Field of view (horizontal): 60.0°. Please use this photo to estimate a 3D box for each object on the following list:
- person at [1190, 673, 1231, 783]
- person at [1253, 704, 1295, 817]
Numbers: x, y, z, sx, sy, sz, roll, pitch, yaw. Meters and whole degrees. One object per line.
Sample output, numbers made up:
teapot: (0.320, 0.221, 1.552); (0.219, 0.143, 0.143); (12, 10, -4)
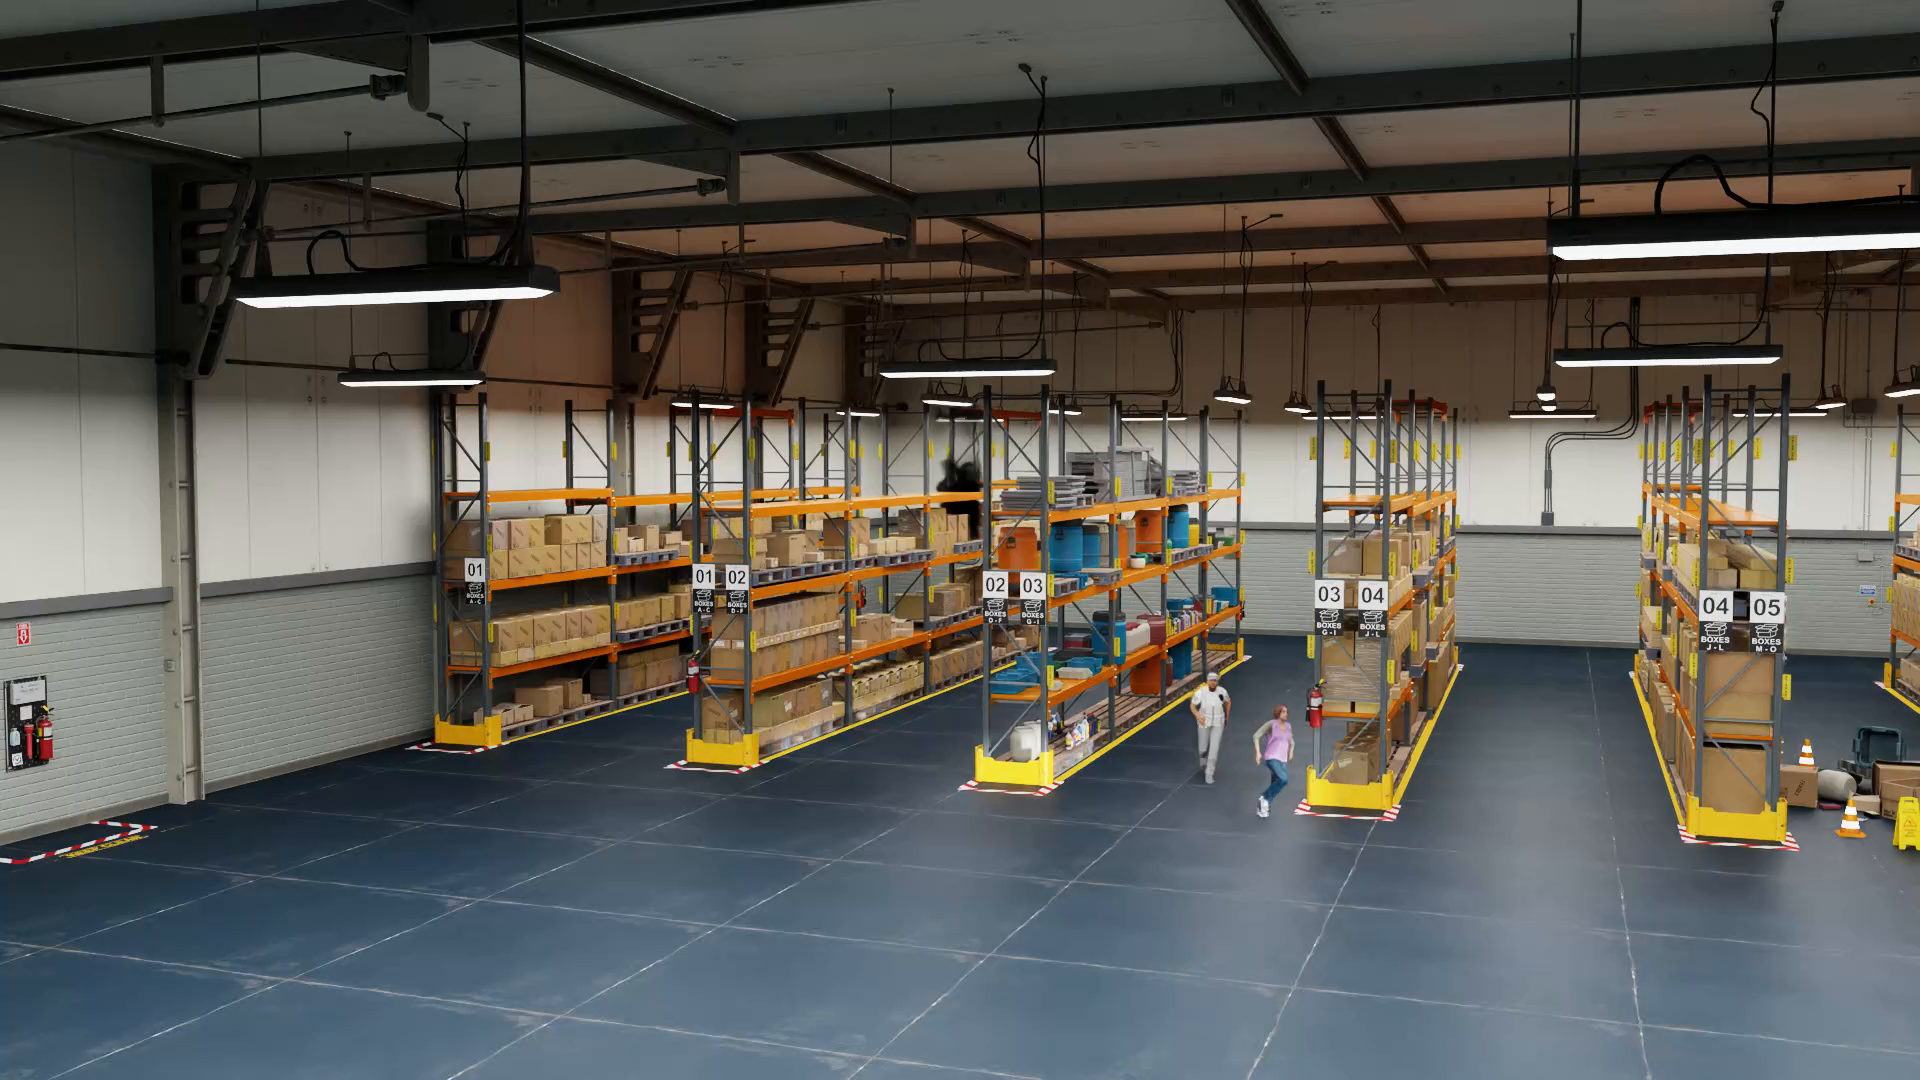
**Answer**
person: (3.843, 2.846, 25.490); (0.631, 1.647, 0.817); (0, 3, 2)
person: (4.353, 3.018, 22.701); (0.547, 1.529, 0.542); (-2, 3, -27)
